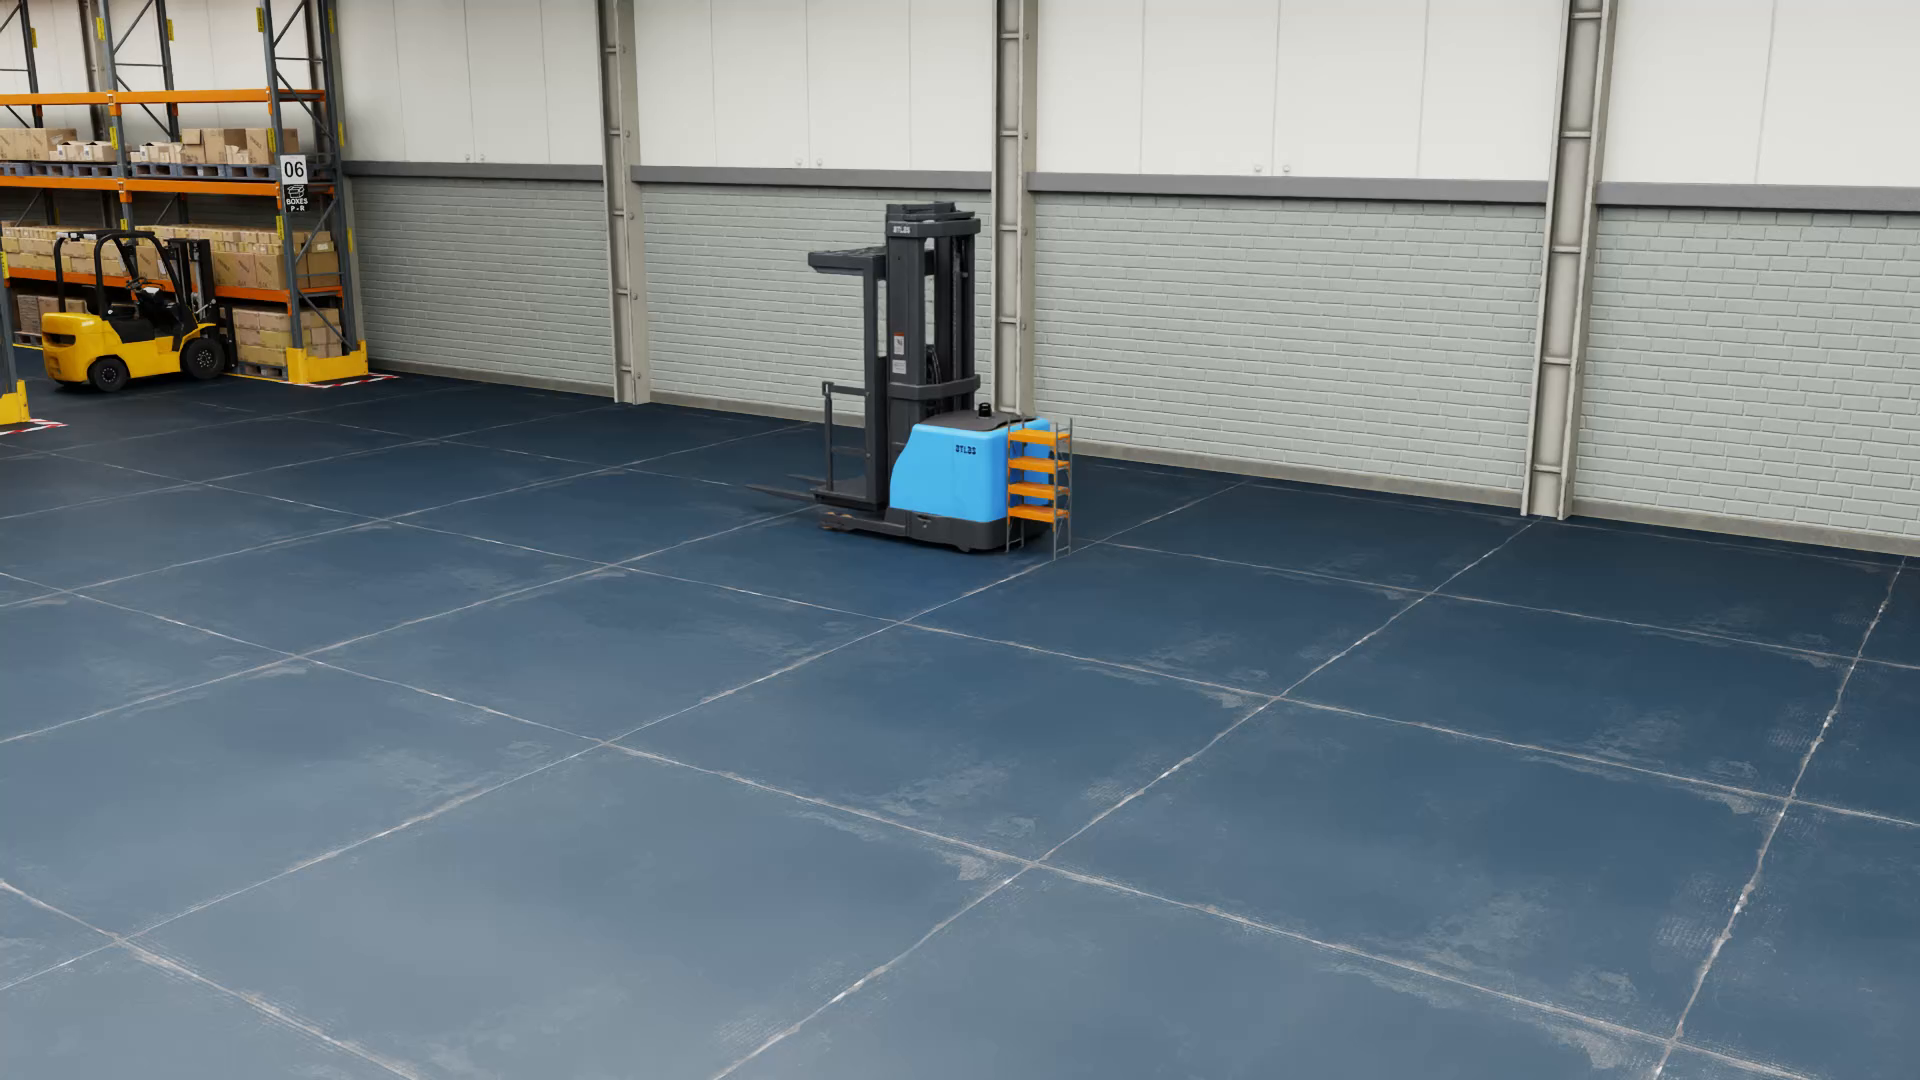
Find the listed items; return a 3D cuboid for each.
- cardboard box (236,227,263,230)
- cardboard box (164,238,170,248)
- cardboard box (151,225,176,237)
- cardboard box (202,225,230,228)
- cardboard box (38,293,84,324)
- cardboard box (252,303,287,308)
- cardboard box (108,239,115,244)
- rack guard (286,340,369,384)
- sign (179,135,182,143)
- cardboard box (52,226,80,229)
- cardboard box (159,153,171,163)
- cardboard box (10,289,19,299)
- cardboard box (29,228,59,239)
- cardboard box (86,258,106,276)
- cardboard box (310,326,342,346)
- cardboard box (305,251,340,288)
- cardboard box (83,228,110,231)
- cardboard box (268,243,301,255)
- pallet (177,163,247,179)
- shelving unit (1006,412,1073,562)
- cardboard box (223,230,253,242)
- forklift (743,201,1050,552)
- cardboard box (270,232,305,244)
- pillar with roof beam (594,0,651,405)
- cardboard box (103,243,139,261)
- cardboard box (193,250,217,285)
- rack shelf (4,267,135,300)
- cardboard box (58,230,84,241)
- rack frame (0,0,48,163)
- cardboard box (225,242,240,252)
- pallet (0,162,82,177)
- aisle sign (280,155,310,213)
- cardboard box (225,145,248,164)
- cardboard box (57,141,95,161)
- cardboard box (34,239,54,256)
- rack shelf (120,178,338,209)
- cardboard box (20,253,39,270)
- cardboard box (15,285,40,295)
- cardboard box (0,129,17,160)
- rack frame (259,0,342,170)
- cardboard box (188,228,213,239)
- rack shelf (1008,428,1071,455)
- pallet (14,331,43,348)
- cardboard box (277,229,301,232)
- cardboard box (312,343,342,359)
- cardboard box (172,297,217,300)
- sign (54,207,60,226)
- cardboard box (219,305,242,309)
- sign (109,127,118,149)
[{"bbox_3d":[-10.716,-4.649,25.185,0.250,0.149,0.380,9,17,33],"label":"cardboard box"},{"bbox_3d":[-11.880,-4.534,25.337,0.250,0.149,0.380,10,17,34],"label":"cardboard box"},{"bbox_3d":[-12.232,-4.770,25.671,0.250,0.149,0.380,9,17,34],"label":"cardboard box"},{"bbox_3d":[-11.520,-4.807,25.821,0.250,0.149,0.380,9,16,32],"label":"cardboard box"},{"bbox_3d":[-14.871,-3.792,27.968,0.625,0.625,0.875,10,17,35],"label":"cardboard box"},{"bbox_3d":[-10.408,-3.433,25.216,0.500,0.250,0.500,9,17,32],"label":"cardboard box"},{"bbox_3d":[-13.240,-4.773,26.305,0.250,0.149,0.380,9,16,32],"label":"cardboard box"},{"bbox_3d":[-9.269,-2.624,24.384,0.348,0.500,1.175,9,17,33],"label":"rack guard"},{"bbox_3d":[-12.300,-6.234,26.279,0.005,0.325,0.100,9,17,33],"label":"sign"},{"bbox_3d":[-15.084,-5.214,28.086,0.250,0.149,0.380,9,17,33],"label":"cardboard box"},{"bbox_3d":[-11.768,-5.740,24.966,0.250,0.149,0.380,10,17,34],"label":"cardboard box"},{"bbox_3d":[-16.479,-4.235,28.666,0.250,0.149,0.380,8,16,30],"label":"cardboard box"},{"bbox_3d":[-15.154,-5.078,27.537,0.250,0.149,0.380,9,17,33],"label":"cardboard box"},{"bbox_3d":[-13.593,-4.386,26.611,0.500,0.250,0.500,9,17,32],"label":"cardboard box"},{"bbox_3d":[-9.564,-3.057,24.738,0.500,0.250,0.500,10,17,34],"label":"cardboard box"},{"bbox_3d":[-9.545,-4.011,24.576,0.500,0.500,0.500,10,17,35],"label":"cardboard box"},{"bbox_3d":[-14.260,-5.072,27.511,0.250,0.149,0.380,10,17,34],"label":"cardboard box"},{"bbox_3d":[-9.733,-4.195,23.968,0.250,0.149,0.380,9,17,34],"label":"cardboard box"},{"bbox_3d":[-10.878,-5.517,24.811,1.213,0.211,1.003,9,17,33],"label":"pallet"},{"bbox_3d":[0.674,-0.457,14.174,0.503,1.200,0.258,10,17,35],"label":"shelving unit"},{"bbox_3d":[-10.602,-4.472,24.470,0.250,0.149,0.380,10,17,34],"label":"cardboard box"},{"bbox_3d":[-0.677,-1.578,15.098,3.031,2.935,1.130,10,17,35],"label":"forklift"},{"bbox_3d":[-9.704,-4.355,23.995,0.250,0.149,0.380,9,17,33],"label":"cardboard box"},{"bbox_3d":[-6.788,-5.363,17.760,0.400,9.000,9.100,9,17,33],"label":"pillar with roof beam"},{"bbox_3d":[-13.159,-4.562,26.281,0.500,0.250,0.500,9,16,32],"label":"cardboard box"},{"bbox_3d":[-11.118,-4.108,24.969,0.500,0.500,0.500,9,17,33],"label":"cardboard box"},{"bbox_3d":[-14.268,-4.296,27.433,4.000,0.370,1.077,9,17,33],"label":"rack shelf"},{"bbox_3d":[-14.356,-4.928,26.929,0.250,0.149,0.380,9,16,31],"label":"cardboard box"},{"bbox_3d":[-15.928,-7.826,27.709,0.127,3.000,1.000,9,17,33],"label":"rack frame"},{"bbox_3d":[-10.591,-4.332,24.523,0.250,0.149,0.380,9,16,31],"label":"cardboard box"},{"bbox_3d":[-15.315,-6.205,27.797,1.003,0.211,1.213,10,17,35],"label":"pallet"},{"bbox_3d":[-9.399,-5.035,23.512,0.004,0.787,0.394,9,17,33],"label":"aisle sign"},{"bbox_3d":[-10.357,-5.569,24.031,0.258,0.266,0.396,9,17,33],"label":"cardboard box"},{"bbox_3d":[-13.982,-6.194,26.463,0.500,0.311,0.500,9,16,31],"label":"cardboard box"},{"bbox_3d":[-14.857,-4.834,27.381,0.500,0.250,0.500,9,16,31],"label":"cardboard box"},{"bbox_3d":[-10.949,-5.216,24.906,4.000,0.370,1.077,9,17,33],"label":"rack shelf"},{"bbox_3d":[-15.281,-4.664,27.735,0.500,0.250,0.500,9,16,32],"label":"cardboard box"},{"bbox_3d":[-16.392,-4.392,29.301,0.250,0.149,0.380,10,17,35],"label":"cardboard box"},{"bbox_3d":[-15.462,-6.525,27.407,0.500,0.500,0.500,9,17,33],"label":"cardboard box"},{"bbox_3d":[-9.289,-6.753,23.375,0.127,3.000,1.000,9,17,33],"label":"rack frame"},{"bbox_3d":[-11.396,-4.626,25.092,0.250,0.149,0.380,9,17,33],"label":"cardboard box"},{"bbox_3d":[0.674,-0.839,14.079,0.480,0.148,0.258,10,17,35],"label":"rack shelf"},{"bbox_3d":[-15.266,-3.442,28.288,1.213,0.211,1.003,9,17,33],"label":"pallet"},{"bbox_3d":[-9.874,-4.511,24.625,0.250,0.149,0.380,10,17,34],"label":"cardboard box"},{"bbox_3d":[-9.588,-2.815,24.800,0.500,0.250,0.500,9,17,33],"label":"cardboard box"},{"bbox_3d":[-12.092,-3.704,26.312,0.500,0.250,0.500,10,17,34],"label":"cardboard box"},{"bbox_3d":[-15.621,-5.587,28.740,0.005,0.325,0.100,9,17,33],"label":"sign"},{"bbox_3d":[-11.113,-3.397,25.072,0.500,0.250,0.500,9,16,32],"label":"cardboard box"},{"bbox_3d":[-12.903,-6.127,25.360,0.005,0.325,0.100,9,17,33],"label":"sign"}]
